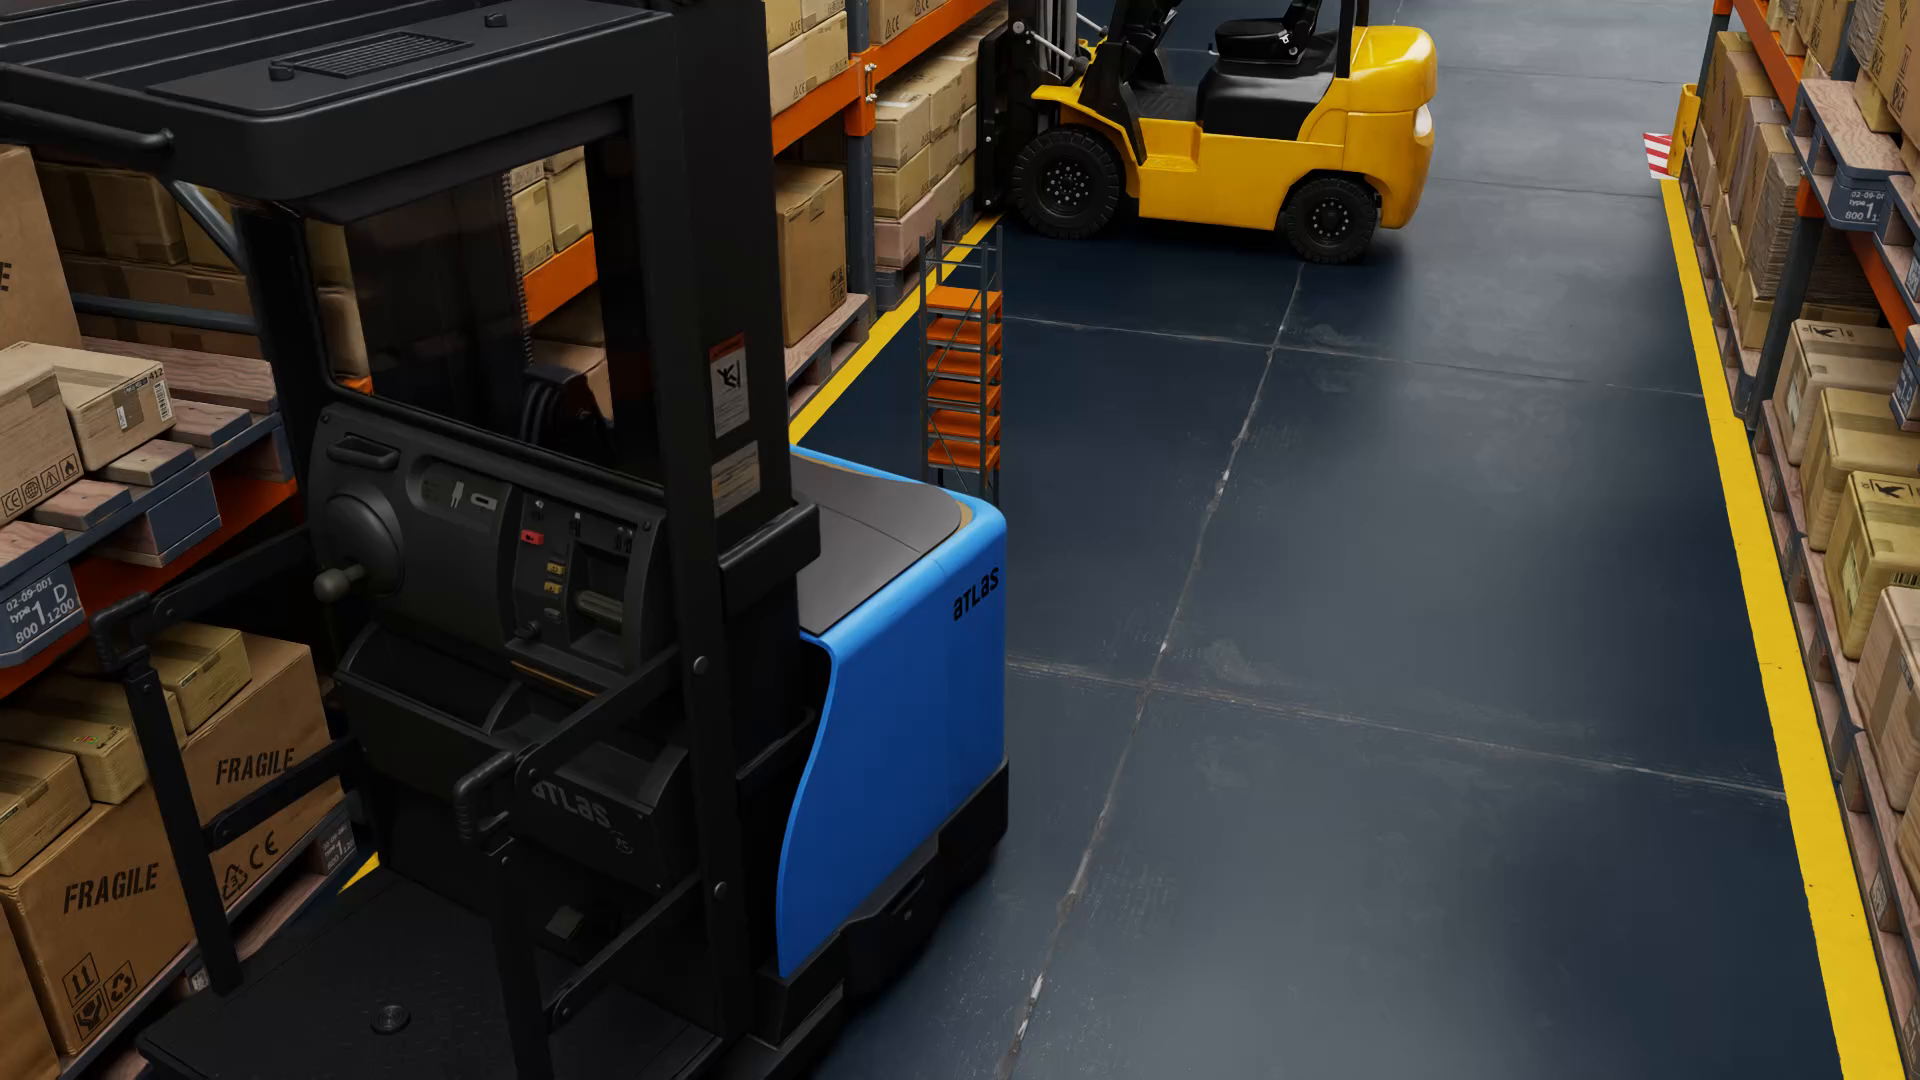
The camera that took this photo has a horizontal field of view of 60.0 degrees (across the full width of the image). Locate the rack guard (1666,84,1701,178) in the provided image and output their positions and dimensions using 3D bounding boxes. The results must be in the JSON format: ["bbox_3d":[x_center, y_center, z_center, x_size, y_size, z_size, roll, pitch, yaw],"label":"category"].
[{"bbox_3d":[4.994,-2.455,10.150,1.175,0.500,0.348,8,30,15],"label":"rack guard"}]

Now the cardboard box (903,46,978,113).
[{"bbox_3d":[-0.167,-2.499,9.024,0.500,0.250,0.500,10,30,17],"label":"cardboard box"}]

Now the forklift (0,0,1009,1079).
[{"bbox_3d":[-1.074,0.051,3.143,1.130,2.935,3.031,17,33,28],"label":"forklift"}]

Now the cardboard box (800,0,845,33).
[{"bbox_3d":[-0.804,-2.319,6.973,0.500,0.250,0.500,8,30,14],"label":"cardboard box"}]

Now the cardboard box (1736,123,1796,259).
[{"bbox_3d":[3.907,-1.584,7.636,0.500,0.500,0.500,9,30,16],"label":"cardboard box"}]

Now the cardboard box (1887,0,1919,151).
[{"bbox_3d":[3.126,-1.444,4.919,0.500,0.500,0.500,8,30,15],"label":"cardboard box"}]

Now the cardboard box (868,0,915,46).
[{"bbox_3d":[-0.524,-2.643,7.813,0.500,0.500,0.500,8,30,13],"label":"cardboard box"}]

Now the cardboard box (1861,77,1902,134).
[{"bbox_3d":[3.296,-1.471,5.636,0.380,0.149,0.250,9,30,16],"label":"cardboard box"}]

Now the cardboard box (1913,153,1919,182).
[{"bbox_3d":[3.096,-1.101,4.969,0.380,0.149,0.250,9,30,15],"label":"cardboard box"}]

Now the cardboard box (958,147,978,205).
[{"bbox_3d":[-0.175,-2.069,9.281,0.500,0.250,0.500,9,30,16],"label":"cardboard box"}]

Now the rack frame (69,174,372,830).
[{"bbox_3d":[-2.078,-0.572,4.192,1.000,3.000,0.127,8,30,15],"label":"rack frame"}]

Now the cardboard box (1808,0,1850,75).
[{"bbox_3d":[3.735,-2.140,6.602,0.500,0.500,0.500,8,30,14],"label":"cardboard box"}]

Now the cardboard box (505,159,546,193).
[{"bbox_3d":[-1.566,-1.129,4.833,0.500,0.250,0.500,9,30,16],"label":"cardboard box"}]

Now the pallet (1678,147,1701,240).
[{"bbox_3d":[4.722,-1.957,9.550,1.003,0.211,1.213,8,30,15],"label":"pallet"}]

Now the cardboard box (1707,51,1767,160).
[{"bbox_3d":[4.359,-2.303,8.929,0.500,0.500,0.500,7,30,13],"label":"cardboard box"}]

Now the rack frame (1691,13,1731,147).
[{"bbox_3d":[5.016,-3.583,9.605,1.000,3.000,0.127,8,30,15],"label":"rack frame"}]

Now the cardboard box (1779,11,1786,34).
[{"bbox_3d":[4.044,-2.395,7.727,0.380,0.149,0.250,8,30,14],"label":"cardboard box"}]

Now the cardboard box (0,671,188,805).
[{"bbox_3d":[-2.032,0.450,3.827,0.380,0.149,0.250,7,30,12],"label":"cardboard box"}]

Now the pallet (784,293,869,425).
[{"bbox_3d":[-1.083,-0.864,7.586,1.003,0.211,1.213,8,30,15],"label":"pallet"}]

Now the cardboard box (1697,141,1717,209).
[{"bbox_3d":[4.358,-1.993,9.144,0.500,0.250,0.500,10,30,17],"label":"cardboard box"}]

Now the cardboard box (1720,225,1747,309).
[{"bbox_3d":[3.905,-1.268,7.840,0.500,0.250,0.500,8,30,14],"label":"cardboard box"}]

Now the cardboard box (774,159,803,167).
[{"bbox_3d":[-0.957,-1.887,8.438,0.500,0.250,0.500,8,30,14],"label":"cardboard box"}]

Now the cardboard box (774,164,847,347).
[{"bbox_3d":[-1.047,-1.332,7.570,0.875,0.625,0.625,10,31,17],"label":"cardboard box"}]

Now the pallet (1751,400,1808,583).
[{"bbox_3d":[3.615,-0.144,6.291,1.003,0.211,1.213,8,30,15],"label":"pallet"}]

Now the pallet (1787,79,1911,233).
[{"bbox_3d":[3.479,-1.306,5.709,1.003,0.211,1.213,8,30,15],"label":"pallet"}]

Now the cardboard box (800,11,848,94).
[{"bbox_3d":[-0.802,-2.094,7.082,0.500,0.250,0.500,9,30,16],"label":"cardboard box"}]

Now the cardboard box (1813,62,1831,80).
[{"bbox_3d":[3.645,-1.807,6.672,0.380,0.149,0.250,8,30,14],"label":"cardboard box"}]

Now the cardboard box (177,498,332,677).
[{"bbox_3d":[-1.882,-0.006,5.185,0.875,0.625,0.625,9,30,16],"label":"cardboard box"}]

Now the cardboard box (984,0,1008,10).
[{"bbox_3d":[0.289,-3.212,10.306,0.500,0.250,0.500,9,30,16],"label":"cardboard box"}]

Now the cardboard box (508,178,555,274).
[{"bbox_3d":[-1.562,-0.911,4.956,0.500,0.250,0.500,8,30,14],"label":"cardboard box"}]

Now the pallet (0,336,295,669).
[{"bbox_3d":[-2.210,-0.163,3.655,1.213,0.211,1.003,8,30,15],"label":"pallet"}]

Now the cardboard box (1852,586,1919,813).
[{"bbox_3d":[3.052,0.494,4.547,0.950,0.372,0.625,8,30,14],"label":"cardboard box"}]

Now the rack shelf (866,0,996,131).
[{"bbox_3d":[-0.317,-3.046,9.380,1.077,0.370,4.000,8,30,15],"label":"rack shelf"}]

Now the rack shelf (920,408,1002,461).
[{"bbox_3d":[0.004,-0.387,6.050,0.258,0.103,0.180,8,30,15],"label":"rack shelf"}]

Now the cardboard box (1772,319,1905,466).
[{"bbox_3d":[3.690,-0.515,6.362,0.950,0.372,0.625,9,30,16],"label":"cardboard box"}]

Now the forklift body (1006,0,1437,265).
[{"bbox_3d":[1.457,-2.777,9.030,2.313,2.155,1.214,8,30,15],"label":"forklift body"}]

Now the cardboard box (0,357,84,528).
[{"bbox_3d":[-2.078,-0.153,3.162,0.500,0.250,0.500,7,30,13],"label":"cardboard box"}]

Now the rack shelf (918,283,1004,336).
[{"bbox_3d":[0.004,-0.807,5.817,0.258,0.103,0.180,8,30,15],"label":"rack shelf"}]

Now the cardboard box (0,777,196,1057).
[{"bbox_3d":[-2.154,0.795,3.874,0.500,0.500,0.500,8,30,14],"label":"cardboard box"}]

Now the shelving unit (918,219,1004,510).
[{"bbox_3d":[0.004,-0.531,5.970,0.258,1.200,0.189,8,30,15],"label":"shelving unit"}]

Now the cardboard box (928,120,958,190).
[{"bbox_3d":[-0.321,-2.046,8.725,0.500,0.250,0.500,8,30,15],"label":"cardboard box"}]
